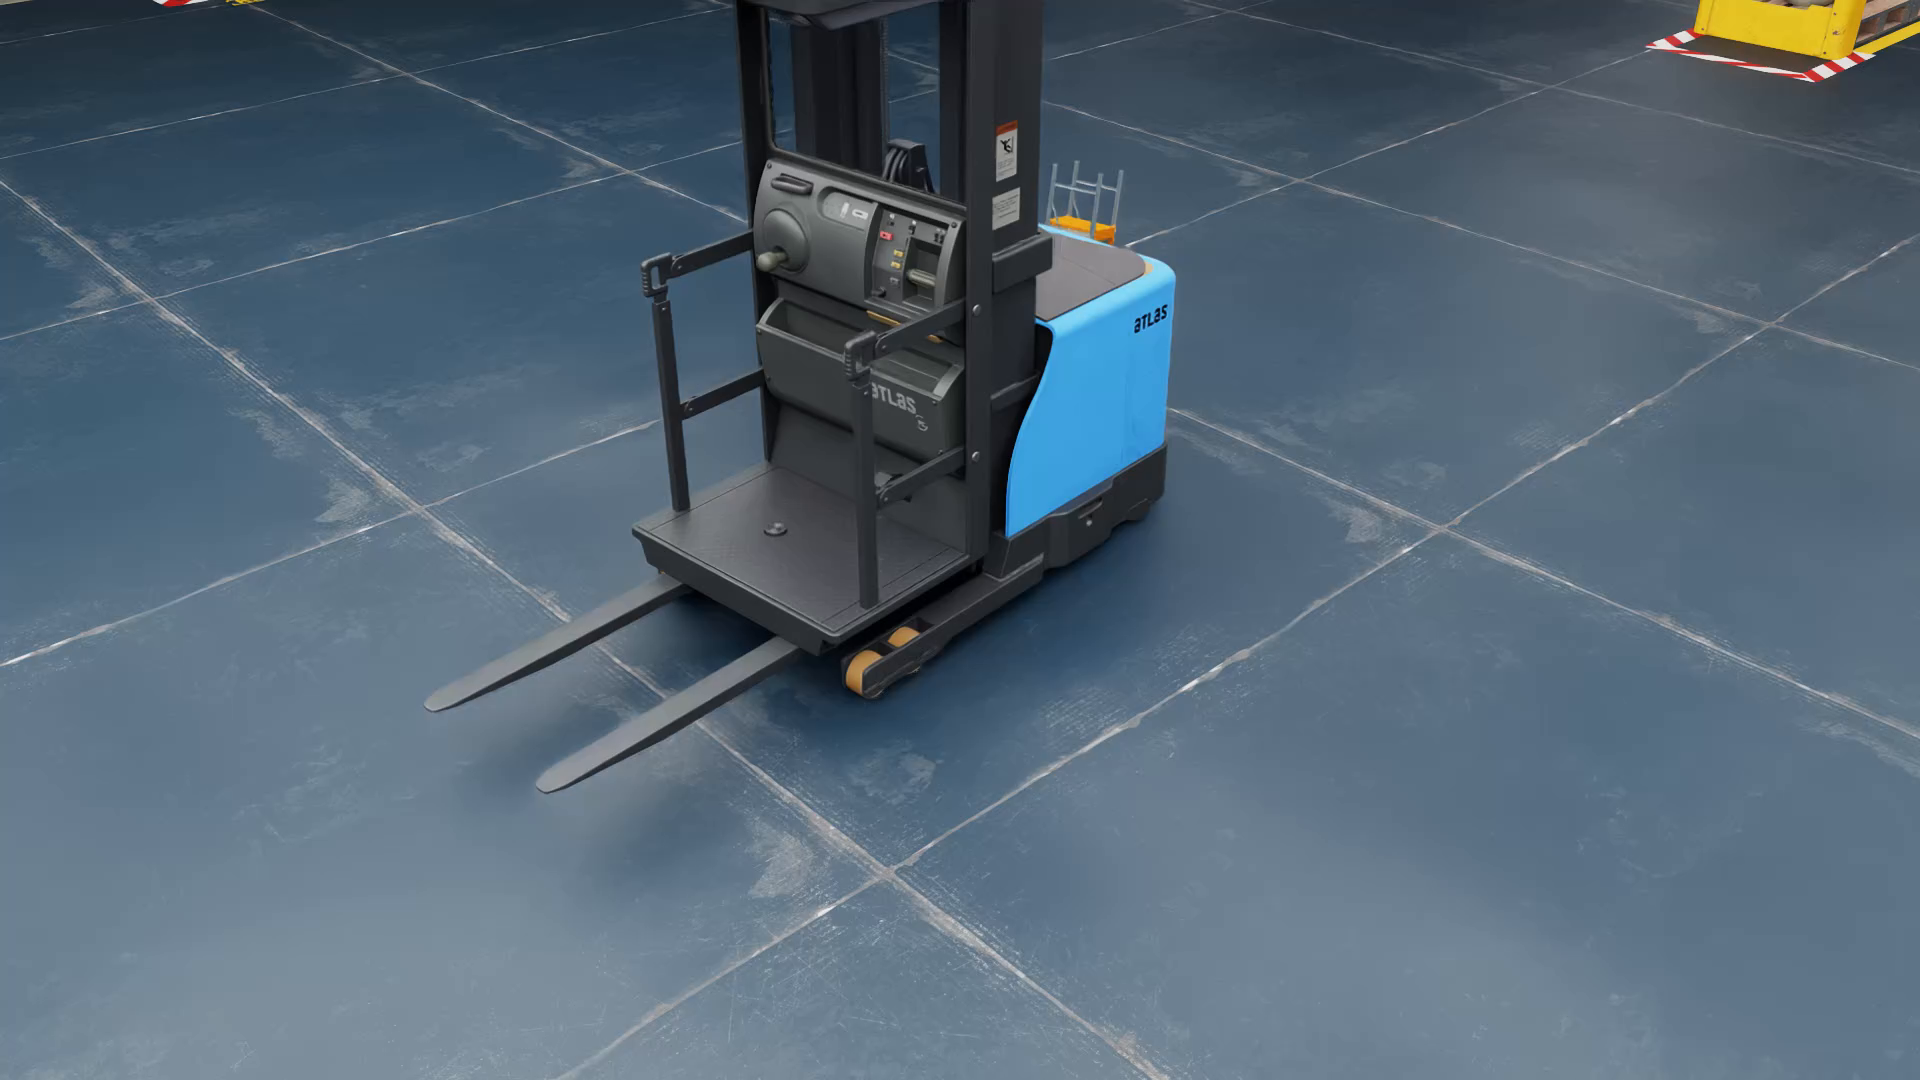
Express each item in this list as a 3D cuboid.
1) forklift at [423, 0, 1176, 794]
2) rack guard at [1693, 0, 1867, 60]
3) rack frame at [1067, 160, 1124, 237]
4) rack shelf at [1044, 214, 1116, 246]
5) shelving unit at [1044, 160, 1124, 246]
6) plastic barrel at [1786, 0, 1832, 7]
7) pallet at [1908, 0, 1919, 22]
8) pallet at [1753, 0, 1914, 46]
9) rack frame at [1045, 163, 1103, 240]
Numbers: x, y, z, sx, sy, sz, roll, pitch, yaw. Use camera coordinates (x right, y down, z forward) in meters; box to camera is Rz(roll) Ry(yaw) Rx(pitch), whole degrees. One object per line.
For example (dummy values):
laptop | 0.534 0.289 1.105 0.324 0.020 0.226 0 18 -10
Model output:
forklift | -0.503 -0.994 5.567 1.130 2.935 3.031 25 39 35
rack guard | 6.451 -4.174 13.097 0.348 0.500 1.175 -26 40 -35
rack frame | 0.526 -1.048 7.335 0.240 1.200 0.006 20 25 29
rack shelf | 0.513 -1.317 7.147 0.258 0.103 0.180 20 25 29
shelving unit | 0.476 -1.025 7.262 0.258 1.200 0.189 20 25 29
plastic barrel | 6.858 -4.576 13.341 0.421 0.512 0.421 0 31 0
pallet | 7.944 -4.768 14.345 1.213 0.211 1.003 -26 40 -35
pallet | 7.050 -4.337 13.641 1.213 0.211 1.003 -26 40 -35
rack frame | 0.426 -1.003 7.189 0.240 1.200 0.006 20 25 29
